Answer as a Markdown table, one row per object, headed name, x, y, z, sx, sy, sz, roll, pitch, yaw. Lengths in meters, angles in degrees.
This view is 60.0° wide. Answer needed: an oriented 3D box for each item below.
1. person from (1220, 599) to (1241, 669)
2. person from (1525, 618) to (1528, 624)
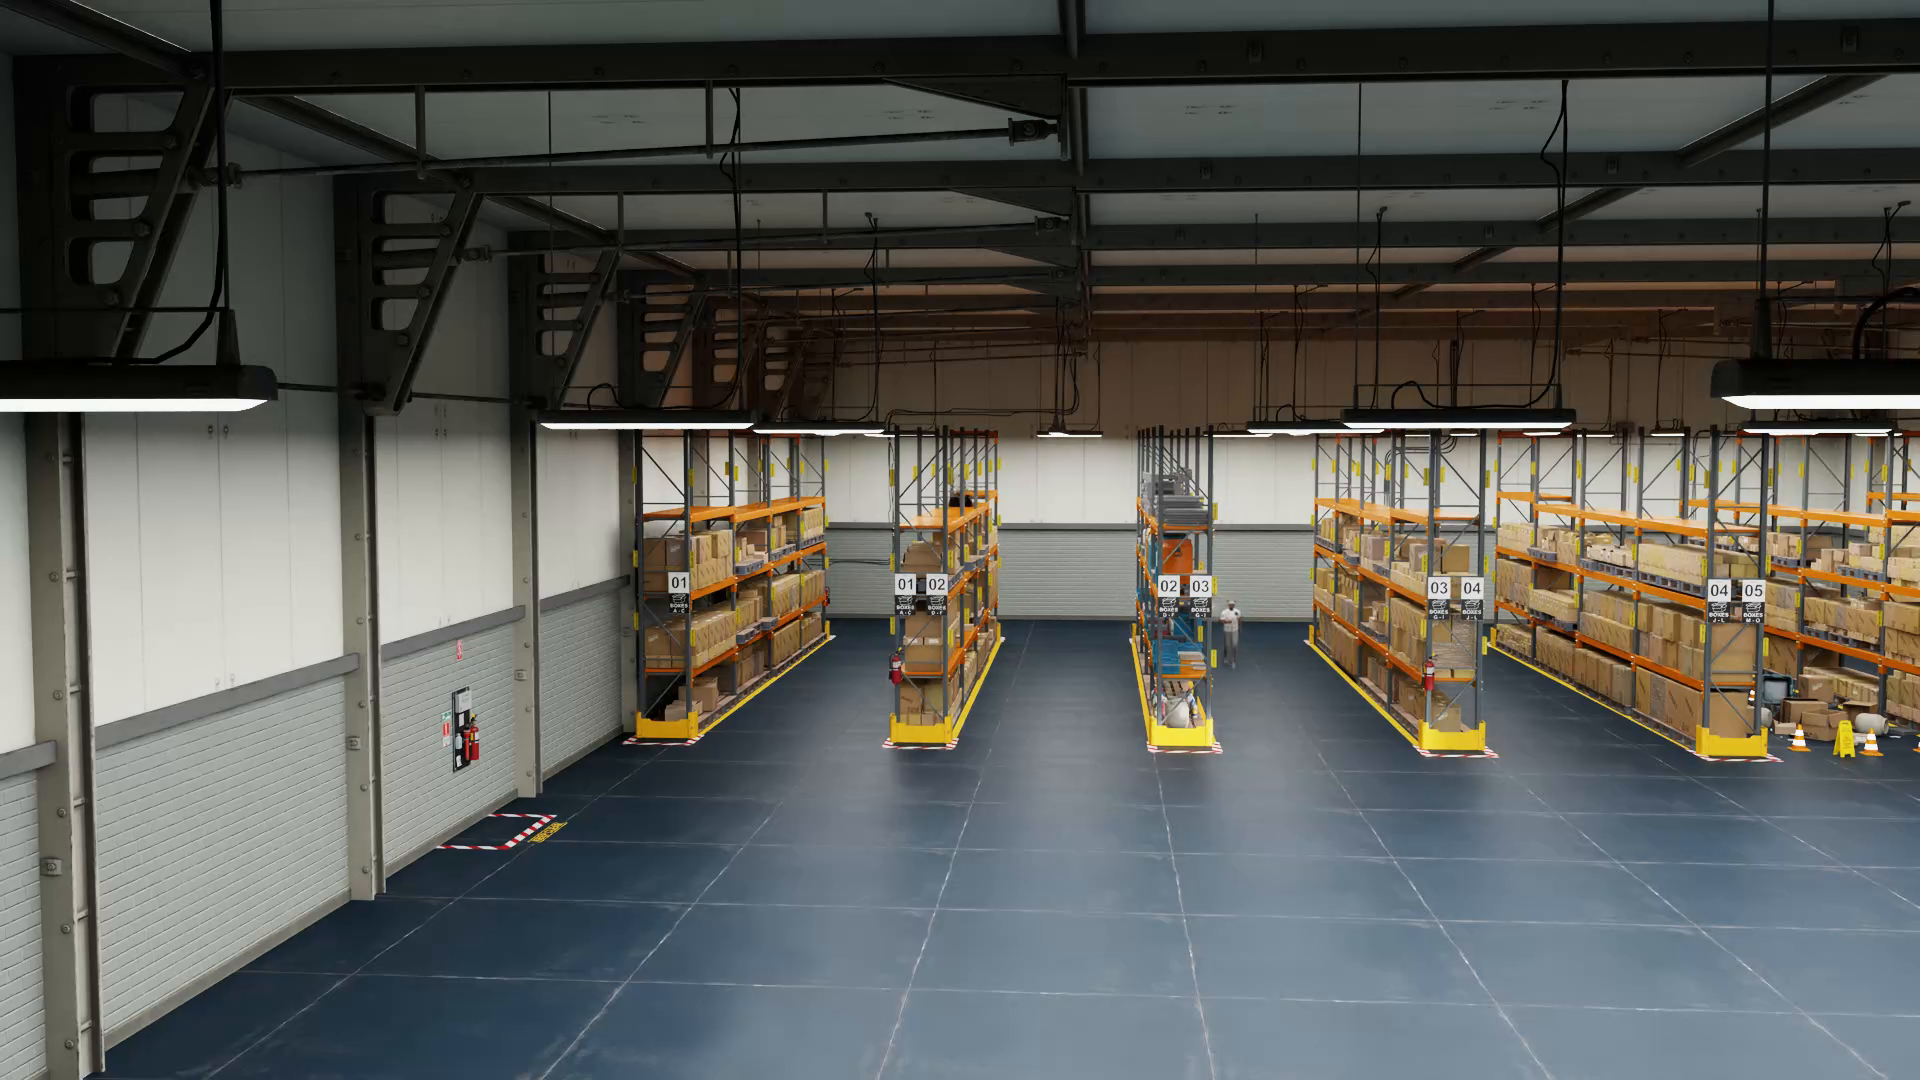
| name | x | y | z | sx | sy | sz | roll | pitch | yaw |
| --- | --- | --- | --- | --- | --- | --- | --- | --- | --- |
| person | 6.855 | 2.344 | 42.076 | 0.566 | 1.735 | 0.860 | 0 | 3 | 2 |
| person | 16.209 | 2.110 | 46.960 | 0.527 | 1.605 | 0.601 | 2 | 4 | 27 |
